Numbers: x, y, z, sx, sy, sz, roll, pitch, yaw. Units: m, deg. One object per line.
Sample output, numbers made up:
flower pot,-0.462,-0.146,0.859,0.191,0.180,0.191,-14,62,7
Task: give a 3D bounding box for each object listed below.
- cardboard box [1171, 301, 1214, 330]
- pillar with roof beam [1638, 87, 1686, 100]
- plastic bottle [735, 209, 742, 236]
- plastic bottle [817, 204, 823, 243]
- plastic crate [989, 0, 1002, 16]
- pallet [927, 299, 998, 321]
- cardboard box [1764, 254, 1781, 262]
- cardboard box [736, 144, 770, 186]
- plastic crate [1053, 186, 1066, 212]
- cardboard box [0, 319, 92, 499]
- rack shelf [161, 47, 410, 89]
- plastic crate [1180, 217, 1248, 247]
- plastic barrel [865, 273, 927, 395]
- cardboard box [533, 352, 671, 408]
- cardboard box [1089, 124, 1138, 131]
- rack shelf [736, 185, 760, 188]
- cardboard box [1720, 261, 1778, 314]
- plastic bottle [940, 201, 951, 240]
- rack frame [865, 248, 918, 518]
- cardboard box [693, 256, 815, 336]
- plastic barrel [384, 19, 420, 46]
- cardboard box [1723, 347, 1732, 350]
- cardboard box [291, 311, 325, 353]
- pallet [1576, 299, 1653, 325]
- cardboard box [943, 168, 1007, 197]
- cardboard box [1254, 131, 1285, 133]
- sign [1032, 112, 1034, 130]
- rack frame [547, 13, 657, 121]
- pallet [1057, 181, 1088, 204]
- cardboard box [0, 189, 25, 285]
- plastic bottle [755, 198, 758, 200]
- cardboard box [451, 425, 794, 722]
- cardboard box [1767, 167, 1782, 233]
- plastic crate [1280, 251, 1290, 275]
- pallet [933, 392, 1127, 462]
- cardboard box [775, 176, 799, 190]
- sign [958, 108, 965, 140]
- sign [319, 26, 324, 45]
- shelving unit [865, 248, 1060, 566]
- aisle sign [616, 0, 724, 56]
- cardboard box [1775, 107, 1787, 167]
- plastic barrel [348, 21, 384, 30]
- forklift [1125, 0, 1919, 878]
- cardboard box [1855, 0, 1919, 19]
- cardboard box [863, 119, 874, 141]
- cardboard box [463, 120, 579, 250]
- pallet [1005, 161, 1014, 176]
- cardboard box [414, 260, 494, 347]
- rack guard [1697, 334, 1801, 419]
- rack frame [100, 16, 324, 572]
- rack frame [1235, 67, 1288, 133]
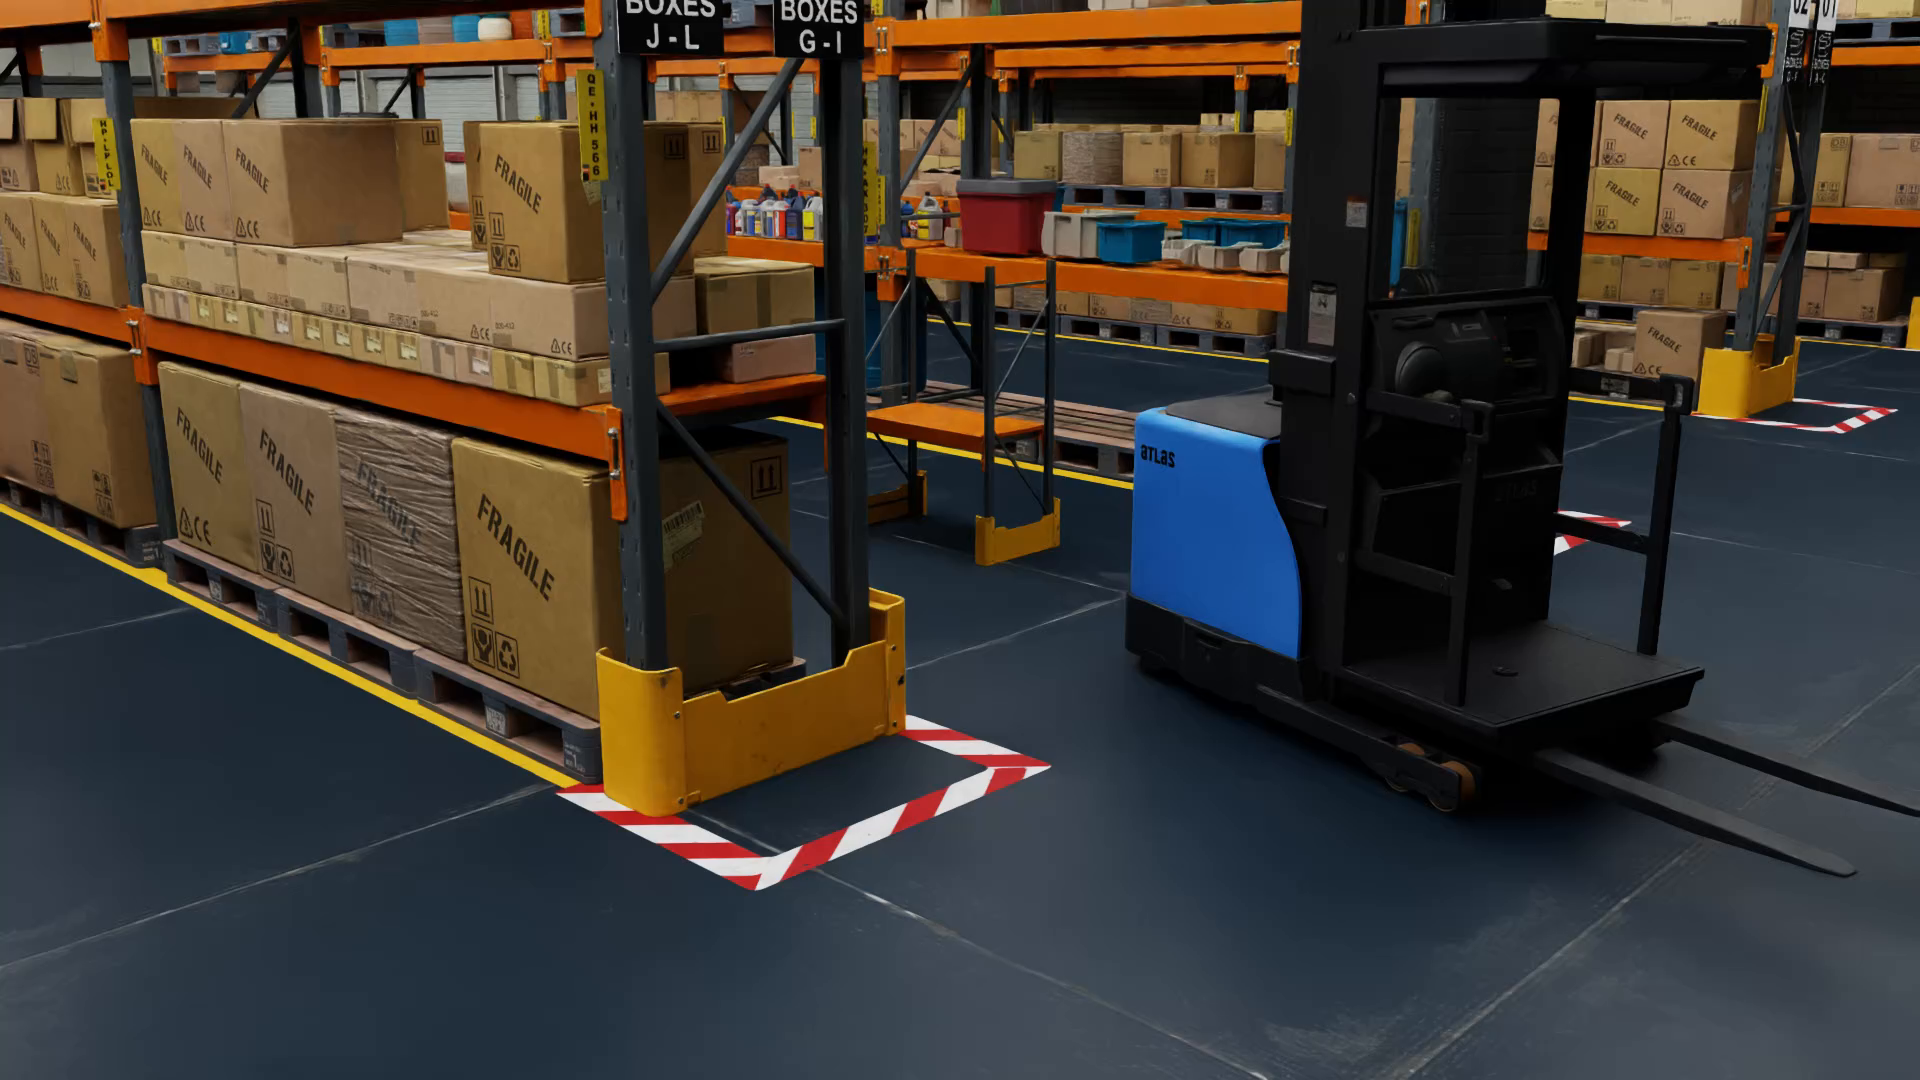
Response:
cardboard box,2.372,-2.299,15.893,0.500,0.500,0.500,14,20,42
pillar with roof beam,4.828,-6.230,14.994,0.400,9.000,9.100,14,20,42
plastic bottle,-1.665,-2.421,12.669,0.097,0.201,0.097,0,15,0
plastic bottle,-0.935,-2.289,12.016,0.135,0.276,0.152,14,20,42
plastic crate,0.351,-3.605,11.290,0.662,0.188,0.450,14,20,42
pallet,-0.168,-2.676,18.782,1.213,0.211,1.003,14,20,42
cardboard box,8.519,-2.977,17.245,0.250,0.149,0.380,14,20,43
cardboard box,-2.806,-4.699,20.818,0.500,0.500,0.700,13,19,41
plastic crate,0.409,-2.277,11.634,0.575,0.384,0.392,14,20,42
cardboard box,-4.721,-0.816,9.495,0.875,0.875,1.225,13,19,40
rack shelf,-7.363,-5.129,18.145,4.000,0.370,1.077,14,20,42
plastic crate,1.602,-1.909,10.523,0.300,0.233,0.416,14,20,42
plastic barrel,-0.544,-1.561,12.304,0.708,0.901,0.600,14,20,42
cardboard box,-1.207,-0.557,5.620,0.380,0.149,0.250,-14,20,-43
cardboard box,2.189,-5.431,22.756,0.700,0.500,0.500,-11,18,-37
rack shelf,-3.922,-4.576,21.971,4.000,0.370,1.077,14,20,42
cardboard box,8.296,-2.647,17.266,0.500,0.500,0.700,13,19,40
plastic bottle,-0.132,-2.360,12.274,0.133,0.283,0.061,14,20,42
rack frame,-0.427,-0.830,9.142,0.032,1.500,0.500,14,20,42
cardboard box,-0.881,-0.881,6.070,0.500,0.250,0.500,13,19,41
plastic barrel,-5.407,-5.320,16.457,0.708,0.901,0.600,14,20,42
cardboard box,6.093,-1.443,13.301,0.250,0.149,0.380,14,20,42
cardboard box,-2.497,-0.870,6.820,0.250,0.149,0.380,13,19,41
pallet,7.205,-2.577,18.403,1.213,0.211,1.003,14,20,42
cardboard box,0.166,-3.902,18.136,0.500,0.311,0.500,-13,19,-41
cardboard box,4.005,-4.844,20.746,0.500,0.500,0.500,-14,20,-43
sign,0.767,-4.496,18.098,0.005,0.325,0.100,14,20,42
rack frame,-3.044,-2.975,14.402,0.127,3.000,1.000,14,20,42
pallet,0.934,-3.675,17.468,1.003,0.211,1.213,14,20,42
cardboard box,-5.218,-1.724,9.399,0.500,0.500,0.500,14,20,42
plastic bottle,-1.634,-2.725,13.675,0.133,0.283,0.061,14,20,42
cardboard box,-1.239,0.051,6.167,0.875,0.875,0.875,14,20,42
cardboard box,6.020,-2.648,12.946,0.500,0.500,0.500,-14,20,-43
plastic crate,2.003,-1.587,9.476,0.243,0.136,0.396,14,20,42
pallet,0.392,-0.804,11.600,1.213,0.211,1.003,14,20,42
cardboard box,-1.986,-4.260,19.831,0.250,0.149,0.380,14,20,42
sign,0.014,-4.333,17.315,0.005,0.325,0.100,14,20,42
sign,-6.313,-5.033,16.334,0.005,0.325,0.100,14,20,42
shelving unit,-0.055,-0.739,8.794,1.083,1.500,0.587,14,20,42
aisle sign,-0.879,-1.867,4.993,0.004,0.787,0.394,14,20,42
cardboard box,6.020,-3.131,12.820,0.500,0.500,0.500,-14,20,-42
plastic barrel,-6.097,-5.495,17.070,0.421,0.512,0.421,0,15,0
forklift,1.895,-0.655,5.631,1.130,2.935,3.031,-9,17,-31
cardboard box,8.880,-5.084,15.812,0.500,0.250,0.500,-14,20,-42
cardboard box,-1.442,-6.247,25.730,0.500,0.500,0.500,14,20,42
cardboard box,-1.618,-1.421,6.655,0.500,0.500,0.500,13,19,41
pallet,1.402,-5.221,23.400,1.213,0.211,1.003,14,20,42
cardboard box,-1.620,-0.873,6.042,0.500,0.250,0.500,13,20,41
rack guard,6.101,-1.277,12.843,0.348,0.500,1.175,14,20,42
rack frame,-3.602,-1.376,8.265,0.127,3.000,1.000,14,20,42
rack frame,3.833,-4.774,21.303,0.127,3.000,1.000,14,20,42
